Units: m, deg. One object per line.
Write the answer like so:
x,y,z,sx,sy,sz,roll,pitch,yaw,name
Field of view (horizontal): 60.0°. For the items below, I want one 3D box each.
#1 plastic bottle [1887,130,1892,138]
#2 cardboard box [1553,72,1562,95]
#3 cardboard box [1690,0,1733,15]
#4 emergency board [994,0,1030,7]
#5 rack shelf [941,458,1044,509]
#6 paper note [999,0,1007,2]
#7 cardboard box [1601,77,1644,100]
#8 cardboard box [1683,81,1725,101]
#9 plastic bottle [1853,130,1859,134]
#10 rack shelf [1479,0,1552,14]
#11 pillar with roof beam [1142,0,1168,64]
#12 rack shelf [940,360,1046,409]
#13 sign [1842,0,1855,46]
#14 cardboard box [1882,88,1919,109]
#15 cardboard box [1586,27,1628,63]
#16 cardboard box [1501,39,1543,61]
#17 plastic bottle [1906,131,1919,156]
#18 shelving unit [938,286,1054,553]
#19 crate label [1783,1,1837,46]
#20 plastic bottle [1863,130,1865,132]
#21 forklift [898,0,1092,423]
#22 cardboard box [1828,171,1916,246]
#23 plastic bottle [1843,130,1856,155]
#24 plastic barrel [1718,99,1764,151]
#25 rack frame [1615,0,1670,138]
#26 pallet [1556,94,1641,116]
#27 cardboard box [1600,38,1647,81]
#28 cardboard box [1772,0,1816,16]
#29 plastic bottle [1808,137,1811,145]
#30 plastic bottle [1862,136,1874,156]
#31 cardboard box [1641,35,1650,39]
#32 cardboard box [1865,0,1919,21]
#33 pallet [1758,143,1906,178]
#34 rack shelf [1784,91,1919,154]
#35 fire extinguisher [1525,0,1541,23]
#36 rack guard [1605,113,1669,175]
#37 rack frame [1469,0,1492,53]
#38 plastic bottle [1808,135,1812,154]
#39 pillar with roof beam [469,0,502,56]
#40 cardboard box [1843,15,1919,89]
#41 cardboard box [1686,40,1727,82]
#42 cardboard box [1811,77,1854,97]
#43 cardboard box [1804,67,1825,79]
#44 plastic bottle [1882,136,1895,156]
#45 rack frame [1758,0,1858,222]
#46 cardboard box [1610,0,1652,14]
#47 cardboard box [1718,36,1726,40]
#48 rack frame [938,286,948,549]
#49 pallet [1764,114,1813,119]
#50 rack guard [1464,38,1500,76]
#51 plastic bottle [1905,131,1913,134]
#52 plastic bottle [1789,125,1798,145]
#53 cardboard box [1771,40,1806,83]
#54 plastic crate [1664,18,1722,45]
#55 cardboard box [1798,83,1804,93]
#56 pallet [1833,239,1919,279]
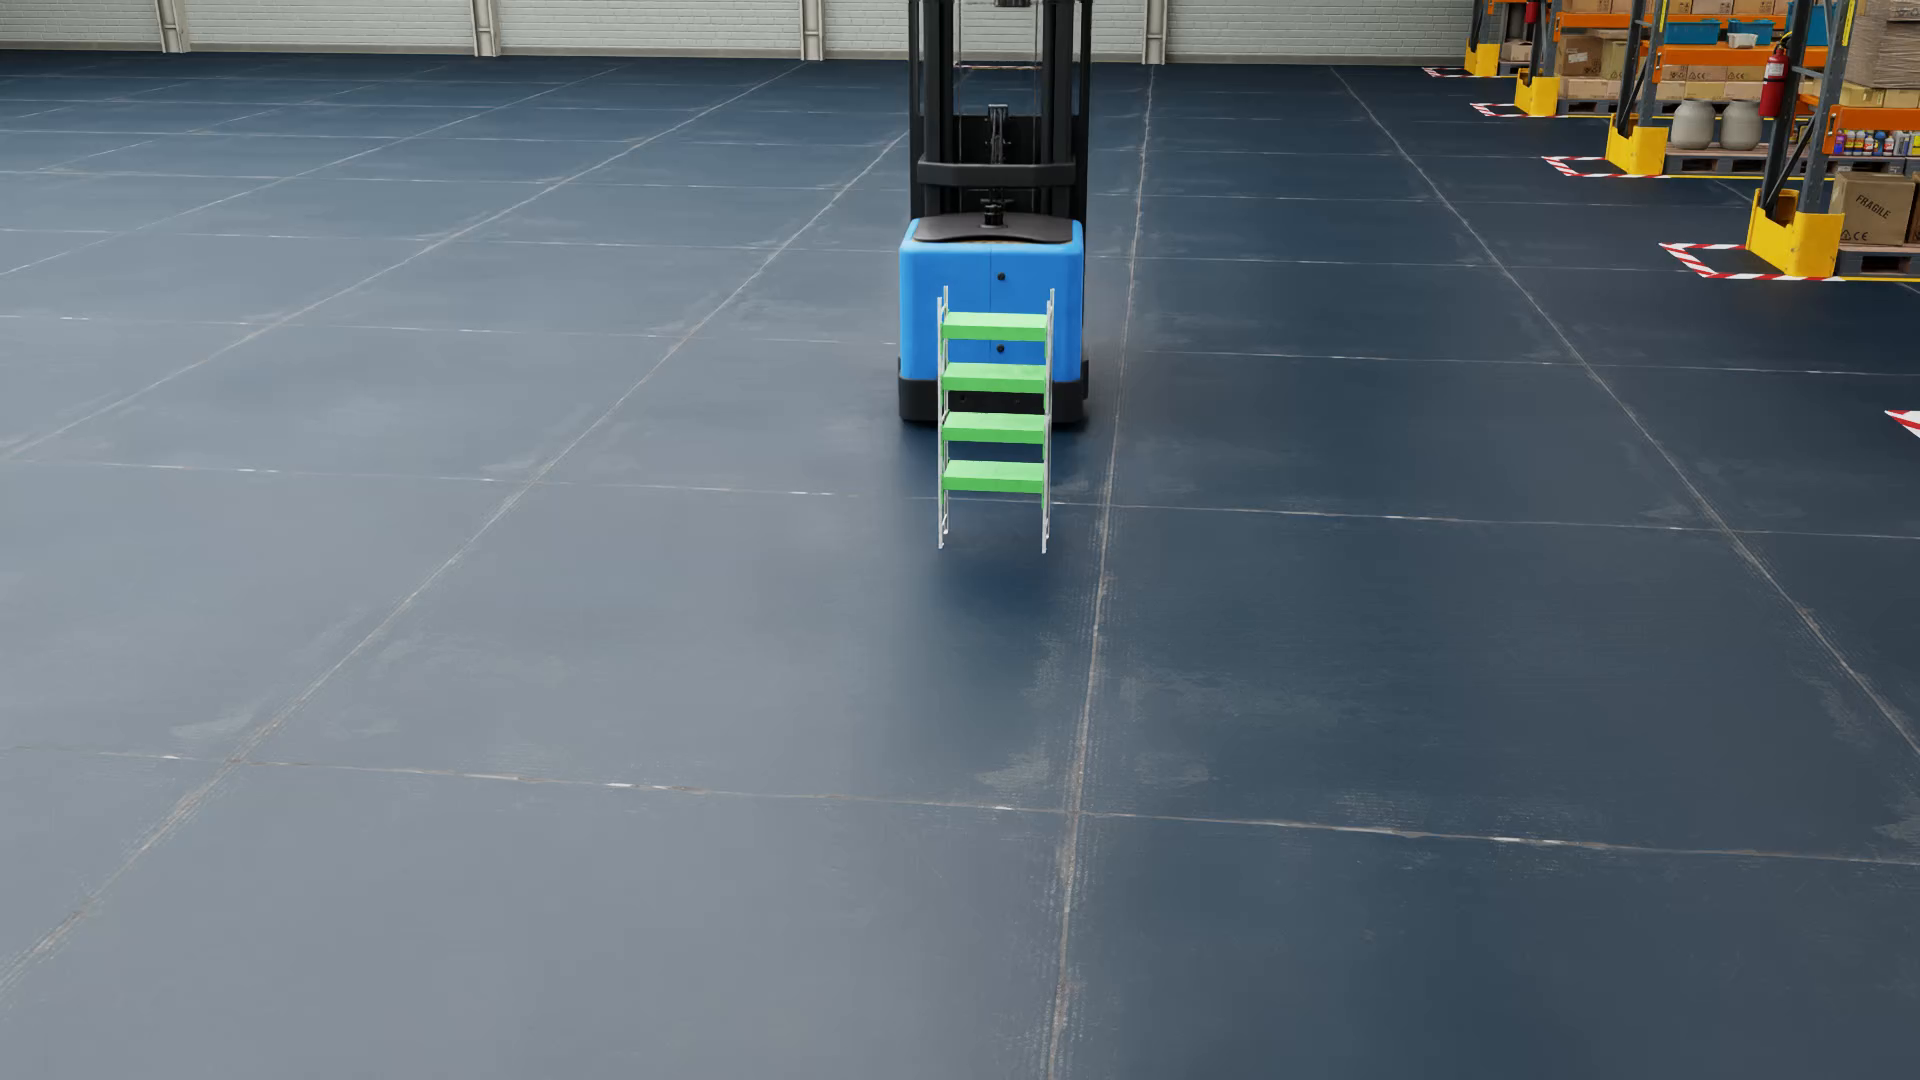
10.236,-4.458,18.248,0.097,0.271,0.097,0,22,0,plastic bottle
8.508,-6.317,23.008,0.500,0.250,0.500,2,22,6,cardboard box
9.941,-7.272,22.117,0.500,0.500,0.700,3,22,8,cardboard box
0.909,-9.791,28.625,0.643,1.169,0.194,2,22,6,emergency board
0.164,-0.268,7.813,0.480,0.148,0.258,2,22,6,rack shelf
0.741,-9.414,28.870,0.142,0.148,0.016,2,22,6,paper note
8.944,-6.108,22.478,0.500,0.250,0.500,2,22,6,cardboard box
9.937,-6.063,22.364,0.500,0.250,0.500,2,22,6,cardboard box
9.809,-4.413,18.230,0.097,0.201,0.097,0,22,0,plastic bottle
10.506,-8.704,26.854,4.000,0.370,1.077,2,22,6,rack shelf
2.852,-10.888,23.241,0.400,9.000,9.100,2,22,6,pillar with roof beam
0.164,-0.715,7.636,0.480,0.148,0.258,2,22,6,rack shelf
6.708,-3.904,12.557,0.005,0.325,0.100,2,22,6,sign
7.272,-3.465,12.967,0.250,0.149,0.380,2,22,6,cardboard box
10.485,-8.030,26.972,0.500,0.500,0.700,1,22,3,cardboard box
9.197,-8.016,27.195,0.500,0.311,0.500,0,22,0,cardboard box
10.142,-4.252,17.621,0.185,0.351,0.144,2,22,6,plastic bottle
0.164,-0.551,7.701,0.503,1.200,0.258,2,22,6,shelving unit
9.214,-5.543,17.833,0.616,0.435,0.502,2,22,6,crate label
9.964,-4.520,18.299,0.185,0.351,0.144,2,22,6,plastic bottle
0.251,-2.523,10.334,1.130,2.935,3.031,1,22,3,forklift
7.389,-2.699,13.516,0.500,0.500,0.500,7,23,16,cardboard box
9.458,-4.237,17.689,0.097,0.271,0.097,0,22,0,plastic bottle
8.514,-4.524,18.115,0.421,0.512,0.421,0,22,0,plastic barrel
7.354,-5.508,17.792,0.127,3.000,1.000,2,22,6,rack frame
8.705,-6.002,22.833,1.213,0.211,1.003,2,22,6,pallet
8.944,-6.456,22.339,0.500,0.500,0.500,2,22,6,cardboard box
10.947,-7.227,22.004,0.500,0.500,0.700,2,22,6,cardboard box
9.477,-4.505,18.362,0.135,0.276,0.152,3,22,7,plastic bottle
9.656,-4.195,17.680,0.097,0.201,0.097,0,22,0,plastic bottle
9.503,-6.629,22.776,0.500,0.500,0.500,2,22,6,cardboard box
7.285,-4.226,12.649,0.500,0.500,0.500,2,22,6,cardboard box
9.449,-4.134,18.110,1.213,0.211,1.003,2,22,6,pallet
8.757,-3.278,13.131,4.000,0.370,1.077,2,22,6,rack shelf
7.878,-7.455,22.822,0.183,0.674,0.296,2,22,6,fire extinguisher
7.435,-4.359,18.286,0.348,0.500,1.175,2,22,6,rack guard
8.520,-9.125,26.941,0.127,3.000,1.000,2,22,6,rack frame
9.118,-4.251,17.726,0.097,0.271,0.097,0,22,0,plastic bottle
-9.065,-11.407,24.554,0.400,9.000,9.100,2,22,6,pillar with roof beam
7.314,-3.850,13.059,0.500,0.500,0.875,2,22,6,cardboard box
9.936,-6.411,22.225,0.500,0.500,0.500,2,22,6,cardboard box
7.079,-3.646,13.423,0.250,0.149,0.380,2,22,6,cardboard box
11.489,-6.543,22.558,0.500,0.500,0.500,2,22,6,cardboard box
9.860,-4.187,17.657,0.097,0.201,0.097,0,22,0,plastic bottle
6.771,-3.699,13.217,0.127,3.000,1.000,2,22,6,rack frame
8.925,-7.317,22.231,0.500,0.500,0.700,3,22,8,cardboard box
10.496,-6.586,22.667,0.500,0.500,0.500,2,22,6,cardboard box
-0.078,-0.561,7.728,0.015,1.200,0.240,2,22,6,rack frame
11.128,-5.896,22.566,1.213,0.211,1.003,2,22,6,pallet
8.596,-7.959,27.392,0.348,0.500,1.175,2,22,6,rack guard
10.128,-4.260,17.730,0.133,0.283,0.061,2,22,6,plastic bottle
9.230,-4.492,18.429,0.097,0.201,0.097,0,22,0,plastic bottle
10.932,-6.375,22.133,0.500,0.500,0.500,2,22,6,cardboard box
7.886,-5.526,18.040,0.616,0.251,0.499,2,22,6,plastic crate
10.931,-6.025,22.269,0.500,0.250,0.500,2,22,6,cardboard box
7.649,-2.351,13.600,1.213,0.211,1.003,2,22,6,pallet
